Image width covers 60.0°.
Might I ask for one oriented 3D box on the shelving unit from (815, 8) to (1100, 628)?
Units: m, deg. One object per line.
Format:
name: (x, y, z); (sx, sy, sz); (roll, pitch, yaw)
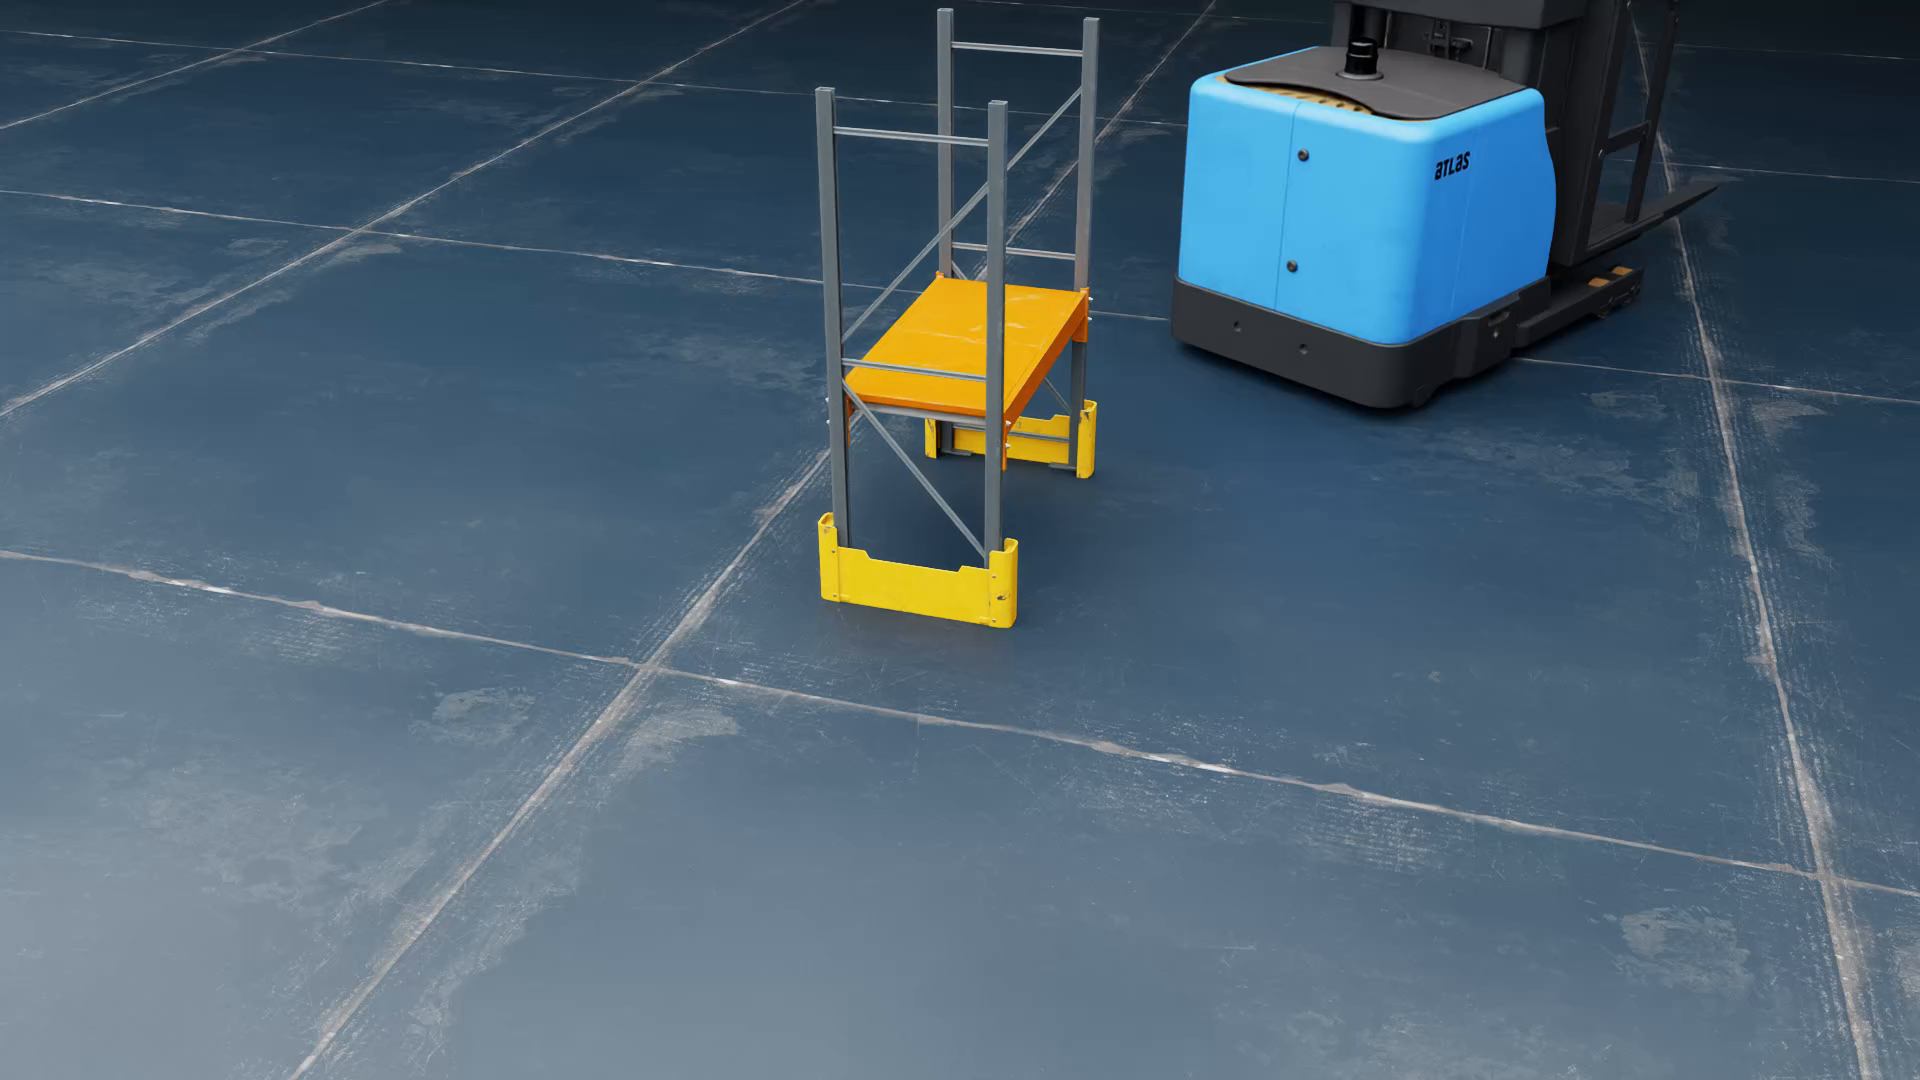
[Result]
shelving unit: (0.022, -0.691, 4.949); (0.587, 1.500, 1.083); (8, 30, 15)

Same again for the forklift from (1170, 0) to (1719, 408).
forklift: (2.239, -2.362, 6.481); (3.031, 2.935, 1.130); (-25, 38, -37)

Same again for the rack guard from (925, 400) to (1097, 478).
rack guard: (0.169, -0.376, 5.669); (0.587, 0.250, 0.087); (8, 30, 15)

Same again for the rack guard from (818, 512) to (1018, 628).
rack guard: (-0.124, 0.087, 4.837); (0.587, 0.250, 0.087); (8, 30, 15)

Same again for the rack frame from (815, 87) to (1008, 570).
rack frame: (-0.124, -0.459, 4.532); (0.500, 1.500, 0.032); (8, 30, 15)

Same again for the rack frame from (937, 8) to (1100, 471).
rack frame: (0.174, -0.931, 5.381); (0.500, 1.500, 0.032); (8, 30, 15)

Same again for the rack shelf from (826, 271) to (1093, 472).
rack shelf: (0.025, -0.538, 5.044); (0.538, 0.185, 1.000); (8, 30, 15)
